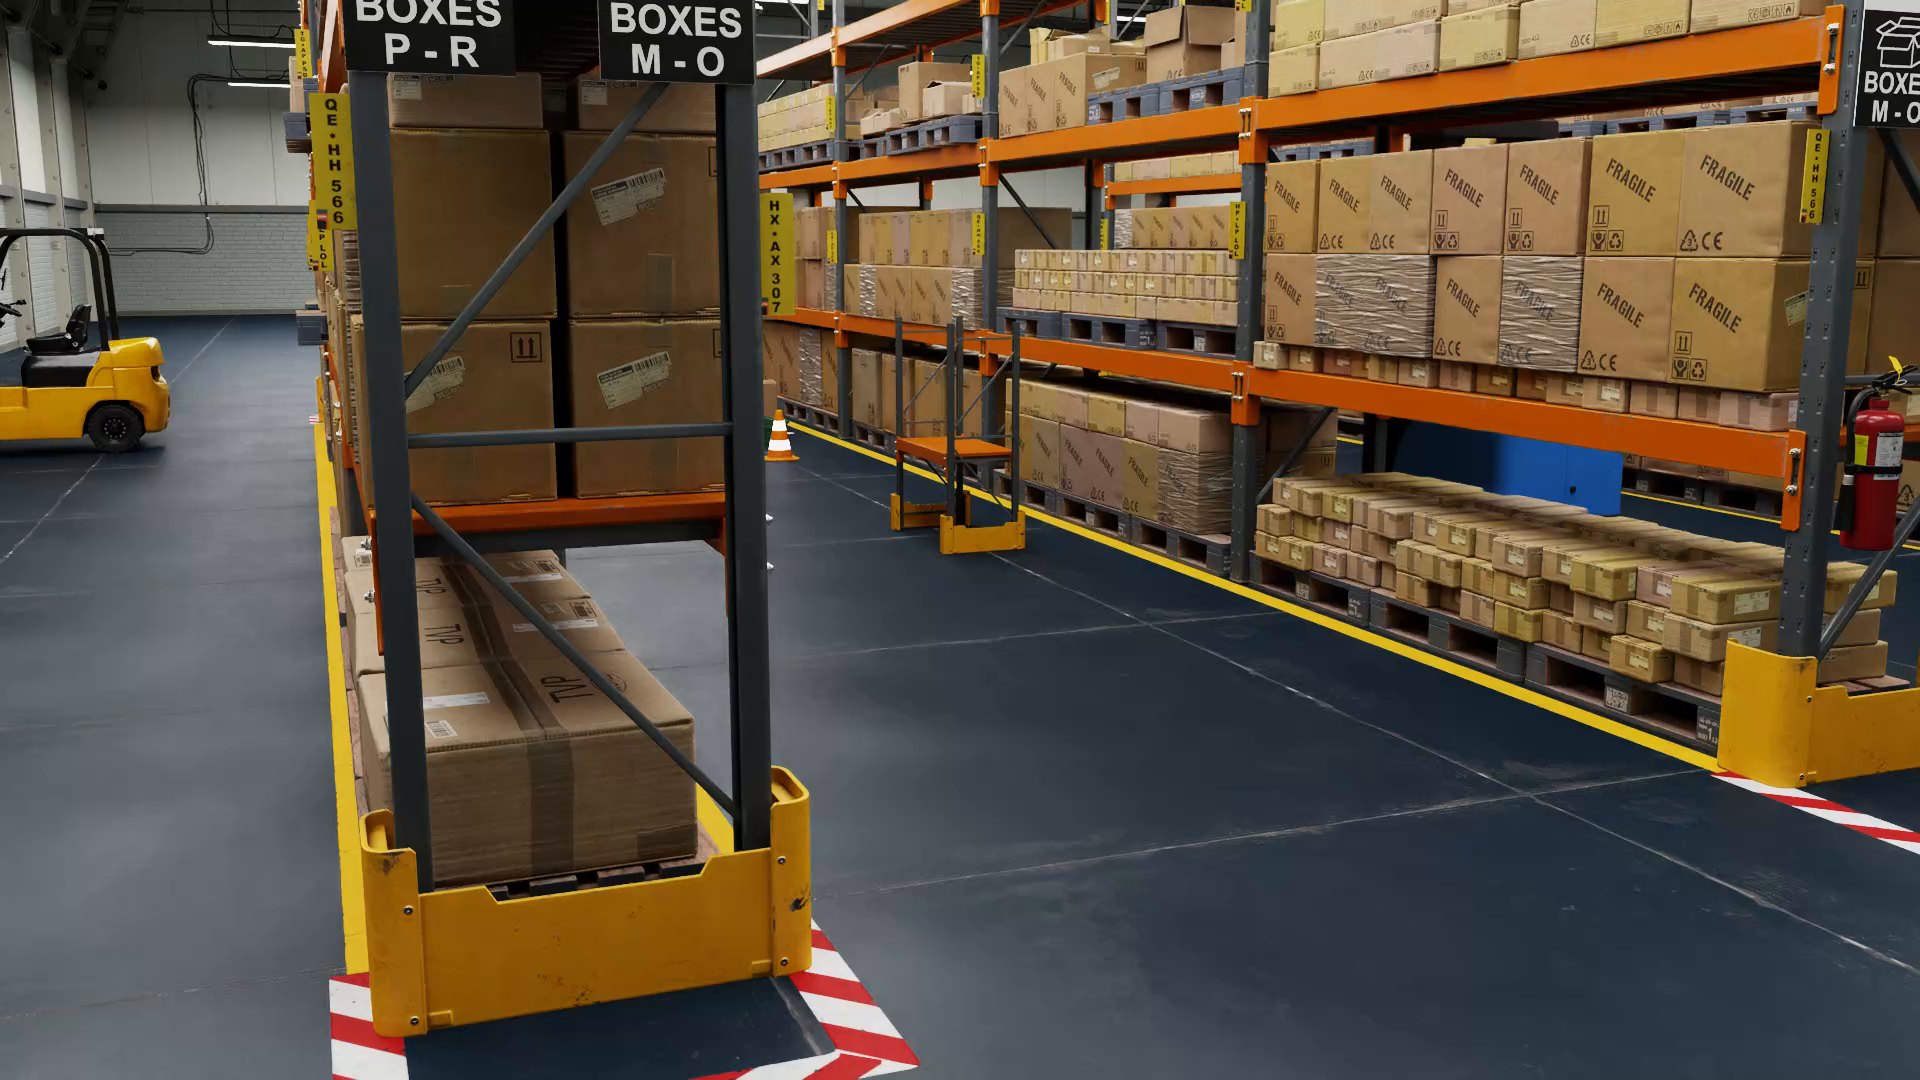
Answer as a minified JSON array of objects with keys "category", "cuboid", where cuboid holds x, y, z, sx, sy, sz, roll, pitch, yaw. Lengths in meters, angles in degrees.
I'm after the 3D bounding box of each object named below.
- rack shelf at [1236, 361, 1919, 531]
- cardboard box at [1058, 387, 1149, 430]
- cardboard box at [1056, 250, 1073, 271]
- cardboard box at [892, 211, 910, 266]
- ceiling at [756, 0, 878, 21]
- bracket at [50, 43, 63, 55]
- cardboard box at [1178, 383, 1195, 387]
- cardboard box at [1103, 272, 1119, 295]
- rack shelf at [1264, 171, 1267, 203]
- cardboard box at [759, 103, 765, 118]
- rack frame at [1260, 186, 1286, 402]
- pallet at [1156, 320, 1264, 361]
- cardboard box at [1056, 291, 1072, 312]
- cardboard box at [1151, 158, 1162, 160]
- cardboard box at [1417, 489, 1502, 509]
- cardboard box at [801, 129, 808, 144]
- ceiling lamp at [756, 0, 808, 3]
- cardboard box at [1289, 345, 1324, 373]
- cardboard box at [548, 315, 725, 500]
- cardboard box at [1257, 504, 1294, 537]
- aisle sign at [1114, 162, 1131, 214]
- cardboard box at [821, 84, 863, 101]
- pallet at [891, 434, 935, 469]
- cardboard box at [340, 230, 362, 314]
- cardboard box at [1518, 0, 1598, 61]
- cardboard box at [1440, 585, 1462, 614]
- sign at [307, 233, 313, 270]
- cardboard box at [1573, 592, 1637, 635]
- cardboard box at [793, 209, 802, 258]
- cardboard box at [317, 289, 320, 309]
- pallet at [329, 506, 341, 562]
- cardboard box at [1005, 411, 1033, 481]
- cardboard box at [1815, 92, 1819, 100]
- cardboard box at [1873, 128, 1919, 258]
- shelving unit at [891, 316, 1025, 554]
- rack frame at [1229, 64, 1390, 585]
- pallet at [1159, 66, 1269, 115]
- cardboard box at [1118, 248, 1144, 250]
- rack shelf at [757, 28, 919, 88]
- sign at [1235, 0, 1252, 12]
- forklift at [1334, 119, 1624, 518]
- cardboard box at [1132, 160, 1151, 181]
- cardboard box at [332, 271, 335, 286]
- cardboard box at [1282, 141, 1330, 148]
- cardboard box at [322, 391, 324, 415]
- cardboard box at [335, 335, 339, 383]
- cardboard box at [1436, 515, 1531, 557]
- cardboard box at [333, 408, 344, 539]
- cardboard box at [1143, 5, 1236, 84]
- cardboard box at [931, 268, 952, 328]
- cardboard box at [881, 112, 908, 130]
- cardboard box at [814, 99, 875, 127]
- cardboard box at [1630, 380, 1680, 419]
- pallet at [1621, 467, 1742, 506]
[{"category":"rack shelf","cuboid":[2.838,-0.571,8.117,1.077,0.370,4.000,-4,11,-21]},{"category":"cardboard box","cuboid":[1.039,-0.957,12.033,0.500,0.250,0.500,-4,11,-20]},{"category":"cardboard box","cuboid":[0.931,-2.065,12.284,0.380,0.149,0.250,-4,11,-23]},{"category":"cardboard box","cuboid":[-0.229,-2.852,15.745,0.700,0.500,0.500,-4,11,-20]},{"category":"ceiling","cuboid":[-5.822,-15.834,49.048,6.000,0.001,6.000,-4,11,-21]},{"category":"bracket","cuboid":[-20.241,-10.991,37.236,0.235,0.232,0.430,-4,11,-21]},{"category":"cardboard box","cuboid":[3.093,-2.183,21.063,0.500,0.500,0.500,-3,10,-16]},{"category":"cardboard box","cuboid":[1.221,-1.788,11.576,0.380,0.149,0.250,-3,11,-19]},{"category":"rack shelf","cuboid":[4.598,-3.652,16.872,1.077,0.370,4.000,-4,11,-21]},{"category":"cardboard box","cuboid":[-2.137,-5.013,19.428,0.380,0.149,0.250,-4,11,-20]},{"category":"rack frame","cuboid":[3.874,-2.855,18.907,1.000,3.000,0.127,-4,11,-21]},{"category":"pallet","cuboid":[1.972,-1.291,10.659,1.003,0.211,1.213,-4,11,-21]},{"category":"cardboard box","cuboid":[0.932,-1.770,12.322,0.380,0.149,0.250,-3,11,-18]},{"category":"cardboard box","cuboid":[2.635,-4.877,20.998,0.380,0.149,0.250,-4,11,-21]},{"category":"cardboard box","cuboid":[2.733,-0.179,9.104,0.380,0.149,0.250,-4,11,-19]},{"category":"cardboard box","cuboid":[-1.495,-4.330,17.867,0.380,0.149,0.250,-4,11,-21]},{"category":"ceiling lamp","cuboid":[-3.420,-10.211,26.462,2.000,3.185,0.800,-4,11,-21]},{"category":"cardboard box","cuboid":[2.074,-1.023,9.324,0.380,0.149,0.250,-4,11,-19]},{"category":"cardboard box","cuboid":[-0.921,-0.414,4.894,0.500,0.500,0.500,-4,11,-21]},{"category":"cardboard box","cuboid":[1.946,-0.121,9.629,0.380,0.149,0.250,-3,11,-18]},{"category":"aisle sign","cuboid":[2.122,-4.779,22.300,0.394,0.787,0.004,-4,11,-21]},{"category":"cardboard box","cuboid":[-1.215,-4.598,17.096,0.380,0.149,0.250,-4,11,-21]},{"category":"pallet","cuboid":[0.010,-0.864,15.672,1.003,0.211,1.213,-4,11,-21]},{"category":"cardboard box","cuboid":[-1.628,-0.956,5.090,0.500,0.500,0.500,-4,11,-21]},{"category":"cardboard box","cuboid":[2.792,-2.223,7.218,0.500,0.250,0.500,-3,11,-18]},{"category":"cardboard box","cuboid":[2.620,0.273,8.264,0.380,0.149,0.250,-4,11,-19]},{"category":"sign","cuboid":[-5.866,-2.617,15.095,0.100,0.325,0.005,-4,11,-21]},{"category":"cardboard box","cuboid":[2.916,0.299,7.264,0.380,0.149,0.250,-4,11,-23]},{"category":"cardboard box","cuboid":[-1.462,-3.490,18.965,0.875,0.550,0.500,-4,11,-21]},{"category":"cardboard box","cuboid":[-4.746,-1.858,12.820,0.380,0.149,0.250,-4,11,-20]},{"category":"pallet","cuboid":[-3.698,-0.067,11.195,1.003,0.211,1.213,-4,11,-21]},{"category":"cardboard box","cuboid":[0.682,-0.749,13.002,0.500,0.500,0.500,-4,11,-23]},{"category":"cardboard box","cuboid":[6.553,-3.376,11.787,0.700,0.500,0.500,-4,11,-20]},{"category":"cardboard box","cuboid":[3.647,-1.376,6.603,0.500,0.500,0.500,-4,11,-21]},{"category":"shelving unit","cuboid":[-0.028,-0.751,11.359,0.587,1.500,1.083,-4,11,-21]},{"category":"rack frame","cuboid":[2.113,-1.251,9.889,1.000,3.000,0.127,-4,11,-21]},{"category":"pallet","cuboid":[1.989,-2.743,10.248,1.213,0.211,1.003,-4,11,-21]},{"category":"cardboard box","cuboid":[2.598,-3.612,22.029,0.875,0.500,0.500,-4,11,-21]},{"category":"rack shelf","cuboid":[-1.511,-5.286,18.638,1.077,0.370,4.000,-4,11,-21]},{"category":"sign","cuboid":[1.597,-3.141,9.346,0.100,0.325,0.005,-4,11,-21]},{"category":"forklift","cuboid":[3.185,-1.506,11.518,1.130,2.935,3.031,-4,11,-22]},{"category":"cardboard box","cuboid":[2.551,-4.732,21.323,0.500,0.250,0.500,-4,11,-22]},{"category":"cardboard box","cuboid":[-2.860,-1.519,8.255,0.500,0.500,0.500,-4,11,-19]},{"category":"cardboard box","cuboid":[3.952,-4.507,18.132,0.797,0.503,0.637,-4,11,-24]},{"category":"cardboard box","cuboid":[-6.600,-1.499,17.936,0.500,0.250,0.500,-3,11,-19]},{"category":"cardboard box","cuboid":[-2.861,-0.904,8.365,0.500,0.250,0.500,-4,11,-22]},{"category":"cardboard box","cuboid":[2.587,-0.021,8.217,0.380,0.149,0.250,-4,11,-21]},{"category":"cardboard box","cuboid":[-3.098,-0.324,9.546,0.875,0.875,0.875,-4,11,-19]},{"category":"cardboard box","cuboid":[1.676,-3.246,11.045,0.797,0.503,0.637,-4,11,-22]},{"category":"cardboard box","cuboid":[0.071,-2.091,14.327,0.500,0.500,0.500,-4,11,-21]},{"category":"cardboard box","cuboid":[-0.520,-3.921,15.565,0.380,0.149,0.250,-4,11,-21]},{"category":"cardboard box","cuboid":[-1.203,-4.427,17.269,0.500,0.250,0.500,-4,11,-22]},{"category":"cardboard box","cuboid":[3.021,-0.593,6.906,0.380,0.149,0.250,-4,11,-21]},{"category":"pallet","cuboid":[5.977,-0.497,13.613,1.003,0.211,1.213,-4,11,-21]}]
